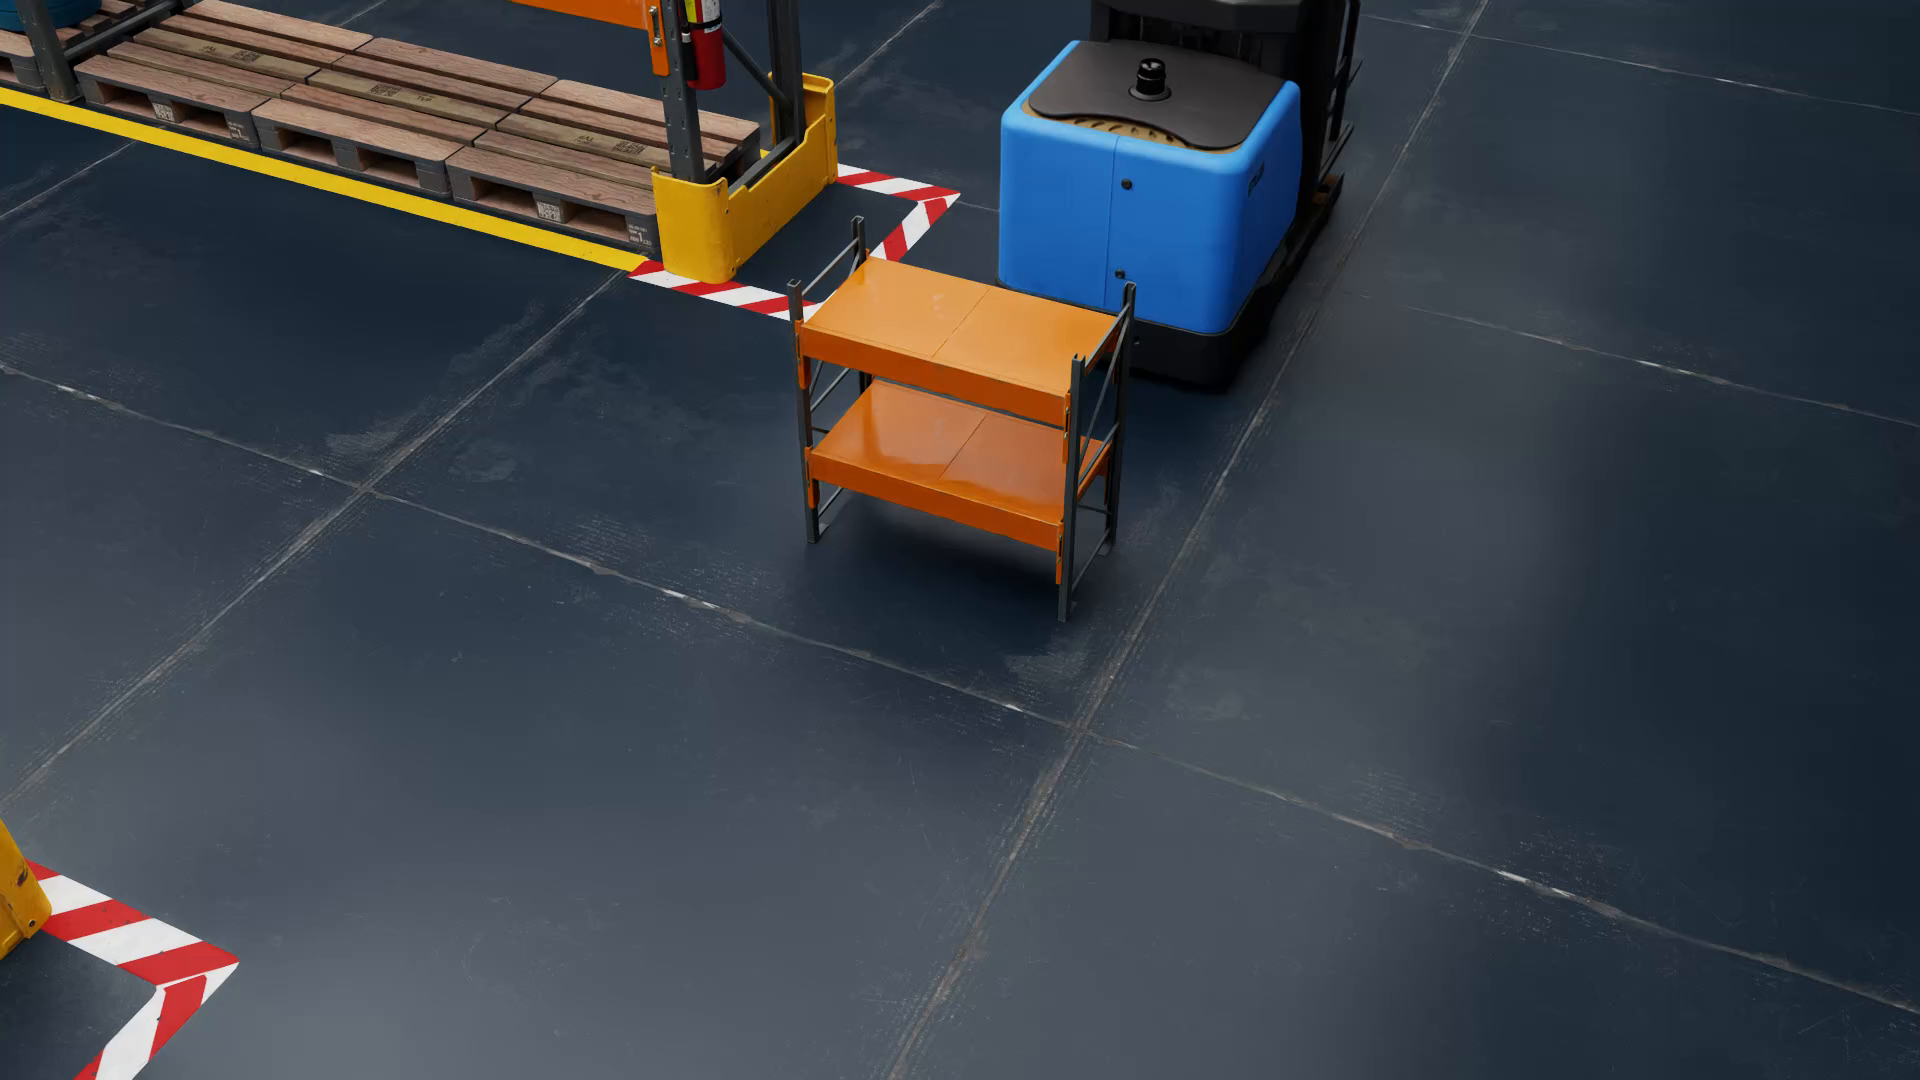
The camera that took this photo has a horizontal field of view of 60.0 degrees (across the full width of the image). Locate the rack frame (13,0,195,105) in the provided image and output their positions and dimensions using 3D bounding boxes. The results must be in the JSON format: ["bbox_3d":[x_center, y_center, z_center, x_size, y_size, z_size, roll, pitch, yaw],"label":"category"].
[{"bbox_3d":[-4.645,-3.788,8.330,0.127,3.000,1.000,17,44,19],"label":"rack frame"}]

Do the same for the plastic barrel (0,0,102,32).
[{"bbox_3d":[-5.130,-3.314,9.065,0.708,0.901,0.600,17,44,19],"label":"plastic barrel"}]

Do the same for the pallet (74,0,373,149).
[{"bbox_3d":[-3.962,-2.553,9.035,1.213,0.211,1.003,17,44,19],"label":"pallet"}]

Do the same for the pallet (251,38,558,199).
[{"bbox_3d":[-2.852,-2.216,8.646,1.213,0.211,1.003,17,44,19],"label":"pallet"}]

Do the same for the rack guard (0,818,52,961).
[{"bbox_3d":[-3.092,1.211,4.471,0.348,0.500,1.175,17,44,19],"label":"rack guard"}]

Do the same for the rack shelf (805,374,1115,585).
[{"bbox_3d":[0.006,-0.238,6.040,1.000,0.278,0.538,17,44,19],"label":"rack shelf"}]

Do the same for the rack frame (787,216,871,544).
[{"bbox_3d":[-0.455,-0.564,6.042,0.032,1.125,0.500,17,44,19],"label":"rack frame"}]

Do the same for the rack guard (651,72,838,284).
[{"bbox_3d":[-0.992,-1.737,7.872,0.348,0.500,1.175,17,44,19],"label":"rack guard"}]

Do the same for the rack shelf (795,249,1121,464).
[{"bbox_3d":[0.006,-0.644,5.688,1.000,0.278,0.538,17,44,19],"label":"rack shelf"}]

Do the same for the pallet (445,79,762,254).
[{"bbox_3d":[-1.751,-1.878,8.255,1.213,0.211,1.003,17,44,19],"label":"pallet"}]

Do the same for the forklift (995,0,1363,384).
[{"bbox_3d":[1.219,-2.720,7.150,1.130,2.935,3.031,17,44,18],"label":"forklift"}]

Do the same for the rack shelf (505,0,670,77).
[{"bbox_3d":[-2.832,-2.962,7.926,4.000,0.370,1.077,17,44,19],"label":"rack shelf"}]

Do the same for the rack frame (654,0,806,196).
[{"bbox_3d":[-1.020,-2.680,7.052,0.127,3.000,1.000,17,44,19],"label":"rack frame"}]

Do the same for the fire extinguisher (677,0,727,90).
[{"bbox_3d":[-1.075,-2.198,6.840,0.183,0.674,0.296,17,44,19],"label":"fire extinguisher"}]

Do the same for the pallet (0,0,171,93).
[{"bbox_3d":[-5.326,-2.972,9.518,1.213,0.211,1.003,17,44,19],"label":"pallet"}]

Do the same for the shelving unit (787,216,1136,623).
[{"bbox_3d":[0.006,-0.423,5.879,1.048,1.125,0.538,17,44,19],"label":"shelving unit"}]

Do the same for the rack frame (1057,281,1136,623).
[{"bbox_3d":[0.467,-0.282,5.717,0.032,1.125,0.500,17,44,19],"label":"rack frame"}]
